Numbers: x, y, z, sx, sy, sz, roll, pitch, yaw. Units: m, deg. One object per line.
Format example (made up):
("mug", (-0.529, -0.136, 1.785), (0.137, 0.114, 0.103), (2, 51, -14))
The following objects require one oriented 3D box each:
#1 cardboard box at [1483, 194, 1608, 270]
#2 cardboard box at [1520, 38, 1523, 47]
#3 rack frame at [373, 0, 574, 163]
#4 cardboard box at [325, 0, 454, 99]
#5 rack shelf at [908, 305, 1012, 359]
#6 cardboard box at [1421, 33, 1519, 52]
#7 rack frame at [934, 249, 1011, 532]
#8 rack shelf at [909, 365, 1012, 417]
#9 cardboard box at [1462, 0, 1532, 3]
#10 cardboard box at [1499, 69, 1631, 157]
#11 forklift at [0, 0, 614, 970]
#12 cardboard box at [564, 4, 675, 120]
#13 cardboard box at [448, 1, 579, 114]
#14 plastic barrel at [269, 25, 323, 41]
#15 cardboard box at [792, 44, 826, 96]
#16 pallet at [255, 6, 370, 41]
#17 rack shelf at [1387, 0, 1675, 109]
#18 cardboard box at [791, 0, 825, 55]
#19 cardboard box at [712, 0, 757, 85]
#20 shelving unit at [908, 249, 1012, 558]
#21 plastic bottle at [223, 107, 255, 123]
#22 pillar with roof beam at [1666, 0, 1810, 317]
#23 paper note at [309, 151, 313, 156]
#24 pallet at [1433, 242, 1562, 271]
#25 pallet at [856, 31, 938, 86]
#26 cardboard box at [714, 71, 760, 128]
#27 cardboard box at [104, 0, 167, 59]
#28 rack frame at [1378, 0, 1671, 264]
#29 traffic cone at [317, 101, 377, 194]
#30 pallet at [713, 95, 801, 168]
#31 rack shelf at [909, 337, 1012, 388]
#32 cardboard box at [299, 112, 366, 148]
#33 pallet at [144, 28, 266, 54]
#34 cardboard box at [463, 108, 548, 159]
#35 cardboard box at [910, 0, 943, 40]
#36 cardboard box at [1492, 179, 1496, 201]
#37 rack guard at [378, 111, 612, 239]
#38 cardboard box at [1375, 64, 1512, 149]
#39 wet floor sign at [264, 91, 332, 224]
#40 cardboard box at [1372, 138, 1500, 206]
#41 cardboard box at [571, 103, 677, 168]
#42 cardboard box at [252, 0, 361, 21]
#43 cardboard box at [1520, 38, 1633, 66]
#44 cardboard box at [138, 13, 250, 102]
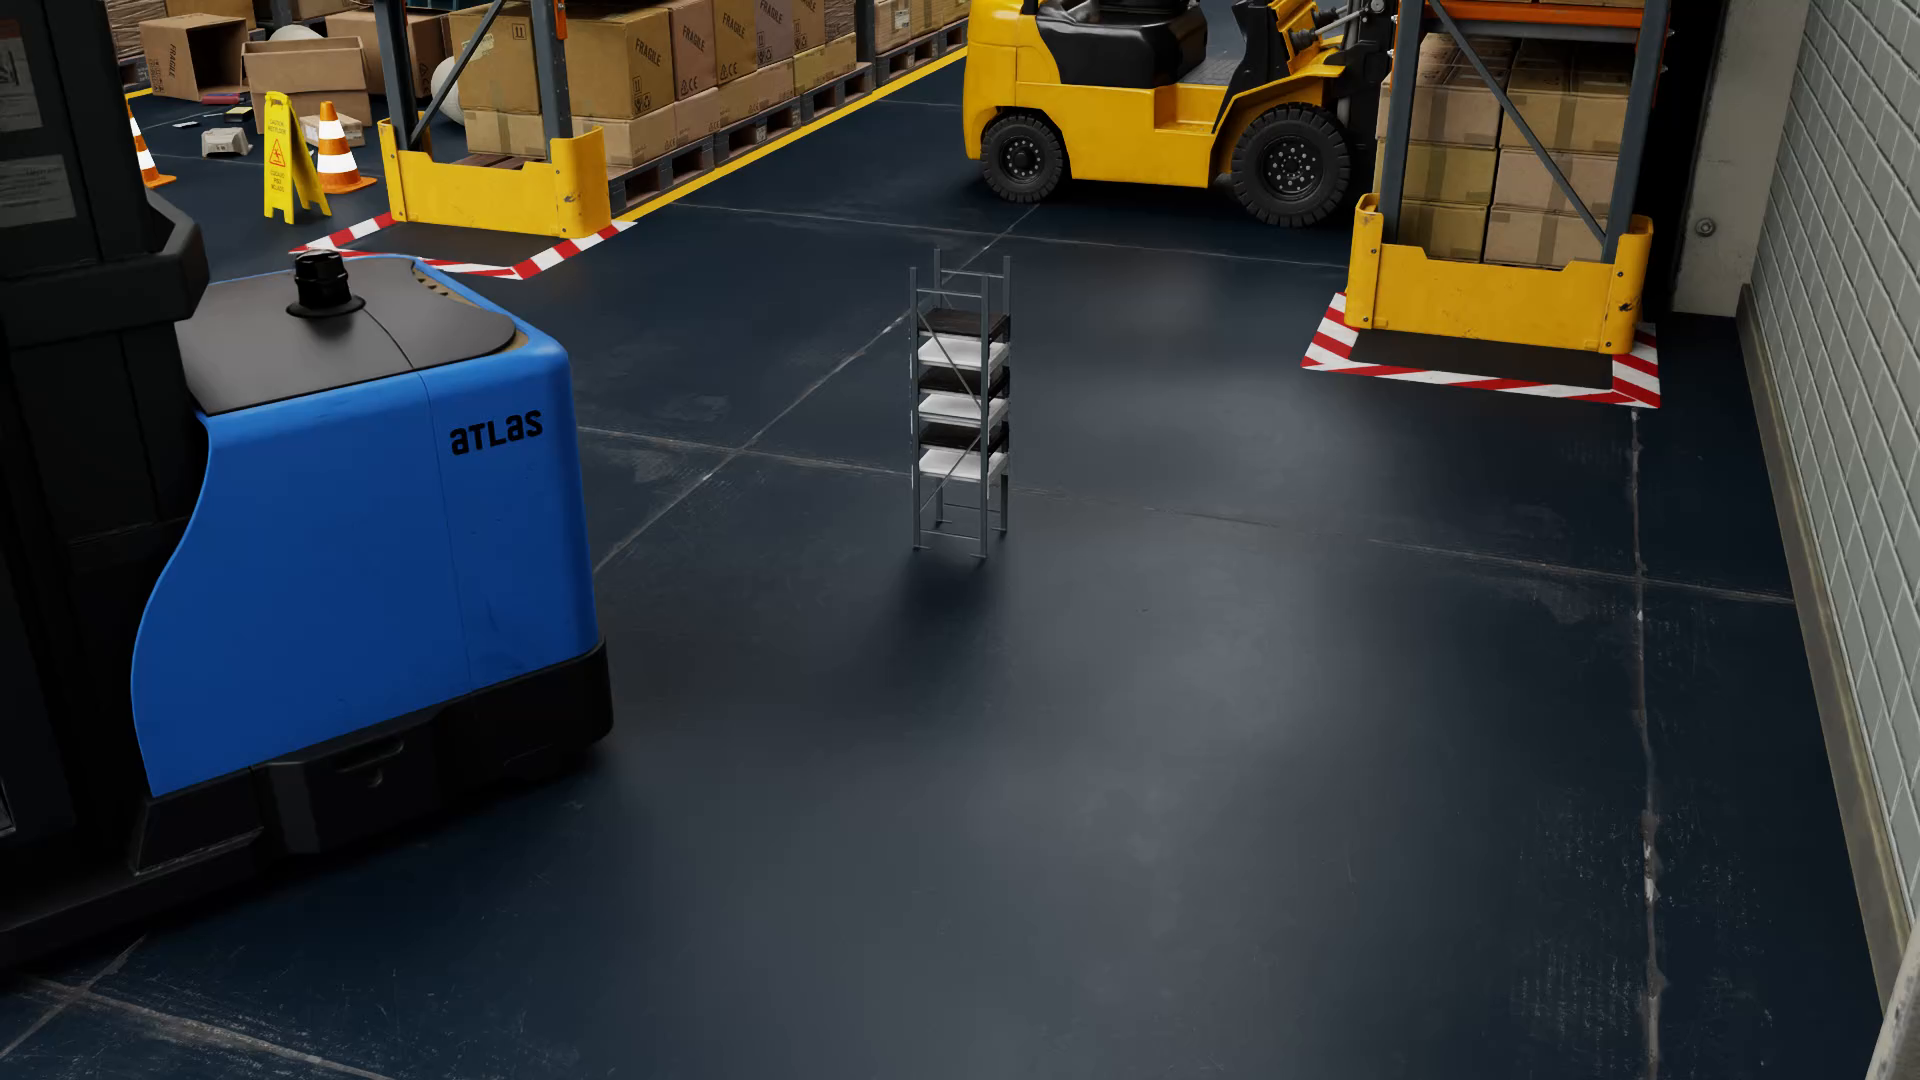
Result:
("cardboard box", (2.607, -1.391, 7.355), (0.500, 0.250, 0.500), (9, 27, 18))
("cardboard box", (2.799, -2.744, 9.000), (0.500, 0.250, 0.500), (10, 27, 19))
("rack frame", (-2.423, -2.985, 7.972), (1.000, 3.000, 0.127), (9, 27, 17))
("cardboard box", (-3.923, -3.397, 11.532), (0.797, 0.637, 0.503), (9, 27, 17))
("rack shelf", (0.003, -0.621, 4.958), (0.258, 0.077, 0.200), (9, 27, 17))
("cardboard box", (2.441, -2.322, 8.129), (0.500, 0.250, 0.500), (9, 27, 18))
("rack frame", (0.037, -0.450, 5.147), (0.240, 0.900, 0.006), (9, 27, 17))
("rack shelf", (0.003, -0.459, 5.036), (0.258, 0.077, 0.200), (9, 27, 17))
("cardboard box", (2.175, -2.552, 6.963), (0.500, 0.500, 0.500), (8, 27, 16))
("cardboard box", (2.597, -1.838, 7.130), (0.500, 0.250, 0.500), (8, 27, 17))
("forklift", (-2.337, -0.561, 3.044), (3.031, 2.935, 1.130), (-19, 31, -33))
("cardboard box", (-1.887, -2.575, 8.939), (0.500, 0.500, 0.500), (8, 27, 16))
("cardboard box", (-2.403, -2.641, 9.075), (0.500, 0.500, 0.500), (9, 27, 18))
("plastic barrel", (-4.725, -3.457, 11.903), (0.421, 0.421, 0.512), (-14, 29, -27))
("cardboard box", (-1.203, -3.078, 10.838), (0.500, 0.250, 0.500), (8, 27, 16))
("pallet", (-5.608, -4.378, 14.049), (1.003, 0.211, 1.213), (9, 27, 17))
("rack shelf", (2.924, -2.765, 8.343), (1.077, 0.370, 4.000), (9, 27, 17))
("cardboard box", (-1.204, -3.426, 10.697), (0.500, 0.500, 0.500), (9, 27, 18))
("cardboard box", (-1.542, -2.995, 9.807), (0.500, 0.500, 0.500), (9, 27, 18))
("shelving unit", (0.003, -0.408, 5.061), (0.258, 0.900, 0.210), (9, 27, 17))
("plastic bottle", (-4.759, -2.822, 11.009), (0.133, 0.061, 0.283), (0, 26, -1))
("pillar with roof beam", (-0.719, -5.746, 6.792), (9.100, 9.000, 0.400), (9, 27, 17))
("paper note", (-3.986, -2.326, 10.018), (0.148, 0.019, 0.142), (0, 26, -1))
("pallet", (2.474, -1.332, 7.758), (1.003, 0.211, 1.213), (9, 27, 17))
("pallet", (-0.834, -3.694, 12.636), (1.003, 0.211, 1.213), (9, 27, 17))
("cardboard box", (-1.547, -2.662, 9.980), (0.500, 0.250, 0.500), (11, 28, 21))
("cardboard box", (-6.365, -3.918, 11.857), (0.875, 0.875, 0.875), (9, 27, 18))
("rack frame", (2.259, -2.266, 6.489), (1.000, 3.000, 0.127), (9, 27, 17))
("traffic cone", (-3.497, -2.207, 9.277), (0.336, 0.463, 0.334), (9, 27, 17))
("pallet", (-1.687, -2.589, 10.356), (1.003, 0.211, 1.213), (9, 27, 17))
("rack shelf", (0.003, -0.540, 4.997), (0.258, 0.077, 0.200), (9, 27, 17))
("cardboard box", (-3.892, -2.533, 10.311), (0.250, 0.149, 0.380), (-20, 33, -36))
("pallet", (-6.121, -3.749, 12.750), (1.003, 0.211, 1.213), (9, 27, 17))
("cardboard box", (-2.400, -2.317, 9.267), (0.500, 0.250, 0.500), (9, 27, 17))
("cardboard box", (-0.684, -4.147, 12.906), (0.950, 0.372, 0.625), (11, 28, 21))
("cardboard box", (2.292, -1.660, 7.909), (0.500, 0.250, 0.500), (9, 27, 17))
("rack guard", (-2.398, -1.891, 8.582), (1.175, 0.500, 0.348), (9, 27, 17))
("cardboard box", (2.118, -1.902, 7.263), (0.500, 0.250, 0.500), (10, 27, 19))
("wet floor sign", (-3.496, -2.002, 8.645), (0.267, 0.644, 0.232), (20, 32, 35))
("cardboard box", (2.126, -1.688, 7.394), (0.500, 0.250, 0.500), (8, 27, 17))
("cardboard box", (-1.894, -2.228, 9.082), (0.500, 0.250, 0.500), (9, 27, 17))
("cardboard box", (-5.672, -4.749, 13.717), (1.050, 0.750, 0.750), (9, 27, 17))
("cardboard box", (2.937, -2.248, 7.976), (0.500, 0.250, 0.500), (9, 27, 17))
("cardboard box", (-5.343, -3.394, 11.683), (0.500, 0.500, 0.500), (14, 29, 26))
